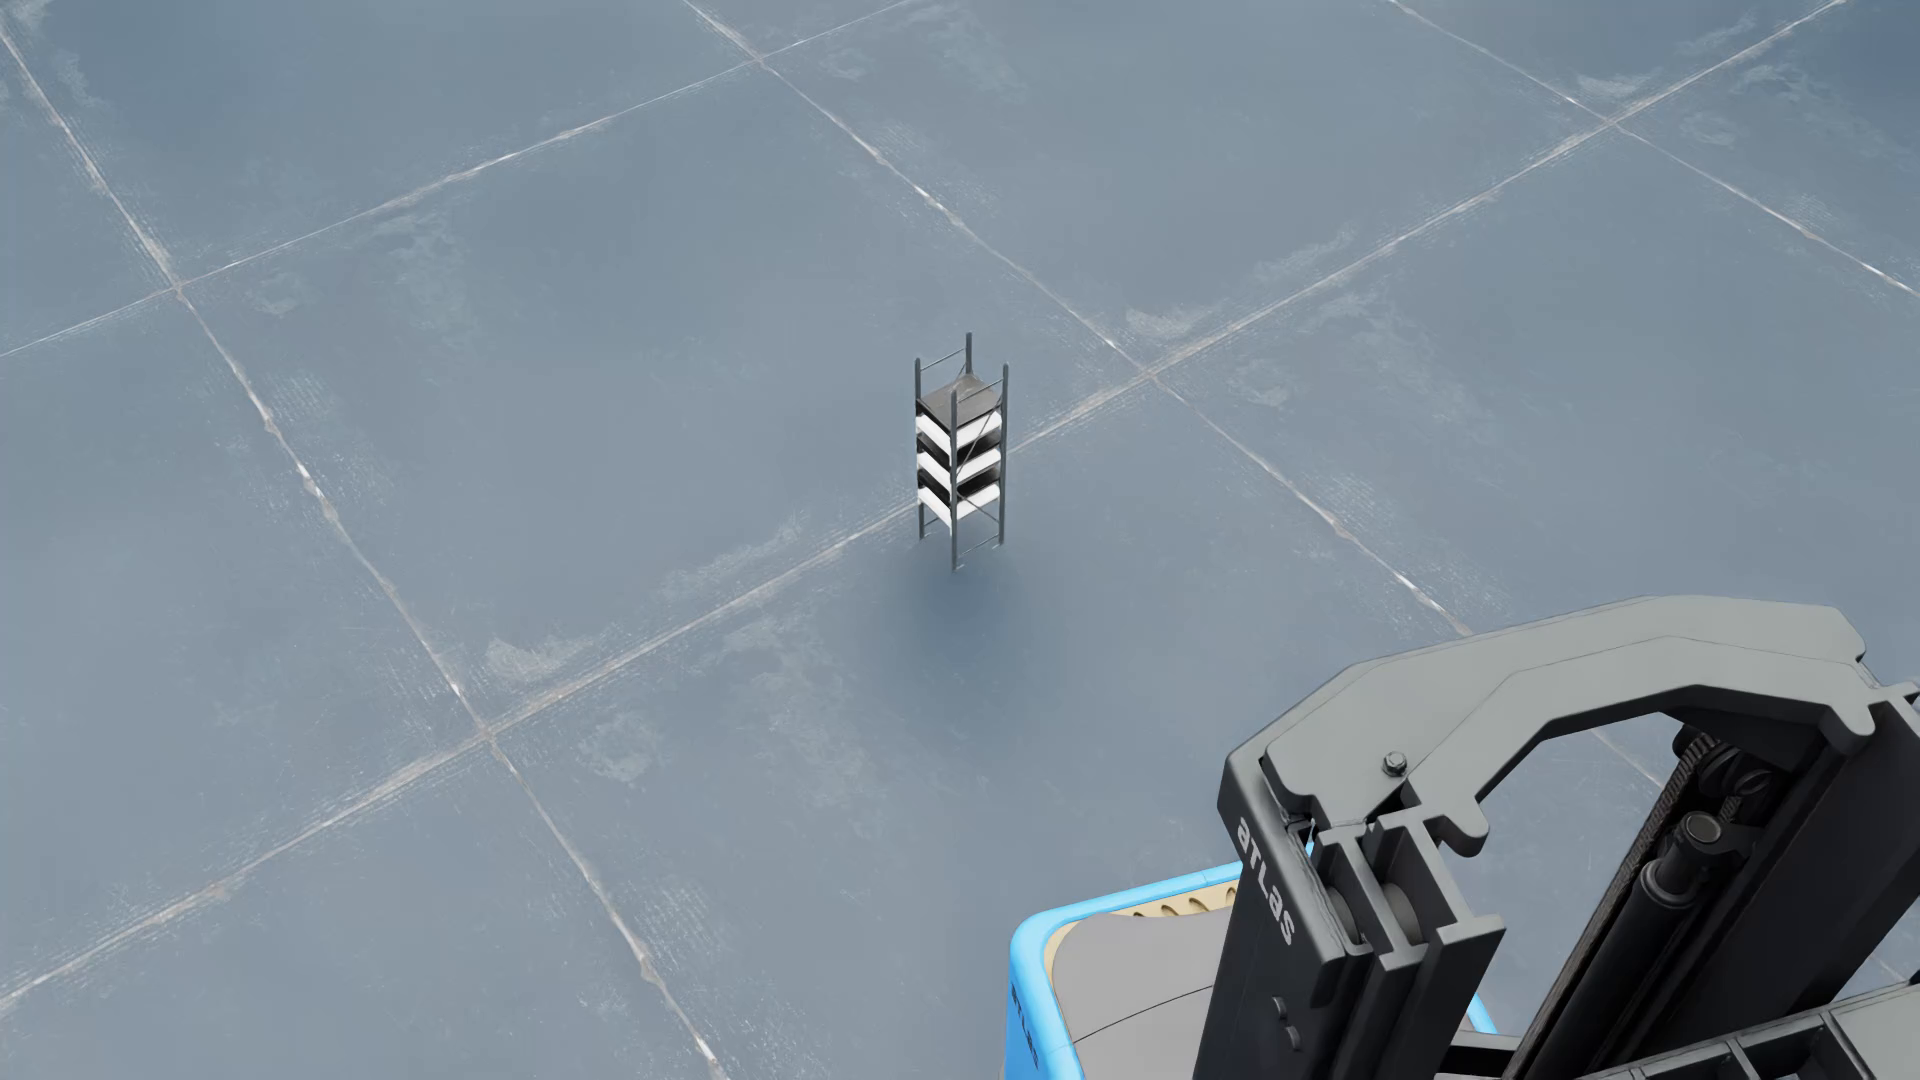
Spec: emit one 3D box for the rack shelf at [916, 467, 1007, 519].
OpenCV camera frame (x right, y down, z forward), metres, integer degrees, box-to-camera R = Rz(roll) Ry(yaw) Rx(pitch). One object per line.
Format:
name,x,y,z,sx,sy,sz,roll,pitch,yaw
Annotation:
rack shelf,0.005,-0.215,6.004,0.258,0.077,0.200,-29,54,-24

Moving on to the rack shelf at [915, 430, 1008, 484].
rack shelf,0.005,-0.336,5.870,0.258,0.077,0.200,-29,54,-24

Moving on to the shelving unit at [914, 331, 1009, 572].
shelving unit,0.005,-0.297,5.912,0.258,0.900,0.210,-29,54,-24

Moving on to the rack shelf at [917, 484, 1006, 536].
rack shelf,0.005,-0.154,6.070,0.258,0.077,0.200,-29,54,-24

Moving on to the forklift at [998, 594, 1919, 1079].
forklift,0.999,1.601,2.820,1.130,2.935,3.031,-12,49,-11

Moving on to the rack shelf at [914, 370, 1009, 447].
rack shelf,0.005,-0.456,5.737,0.258,0.077,0.200,-29,54,-24

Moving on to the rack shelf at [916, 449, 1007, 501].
rack shelf,0.005,-0.275,5.937,0.258,0.077,0.200,-29,54,-24

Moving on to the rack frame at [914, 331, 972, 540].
rack frame,-0.057,-0.357,5.967,0.240,0.900,0.006,-29,54,-24

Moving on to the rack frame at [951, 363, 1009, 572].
rack frame,0.066,-0.237,5.858,0.240,0.900,0.006,-29,54,-24

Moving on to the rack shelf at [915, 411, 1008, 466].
rack shelf,0.005,-0.396,5.804,0.258,0.077,0.200,-29,54,-24
